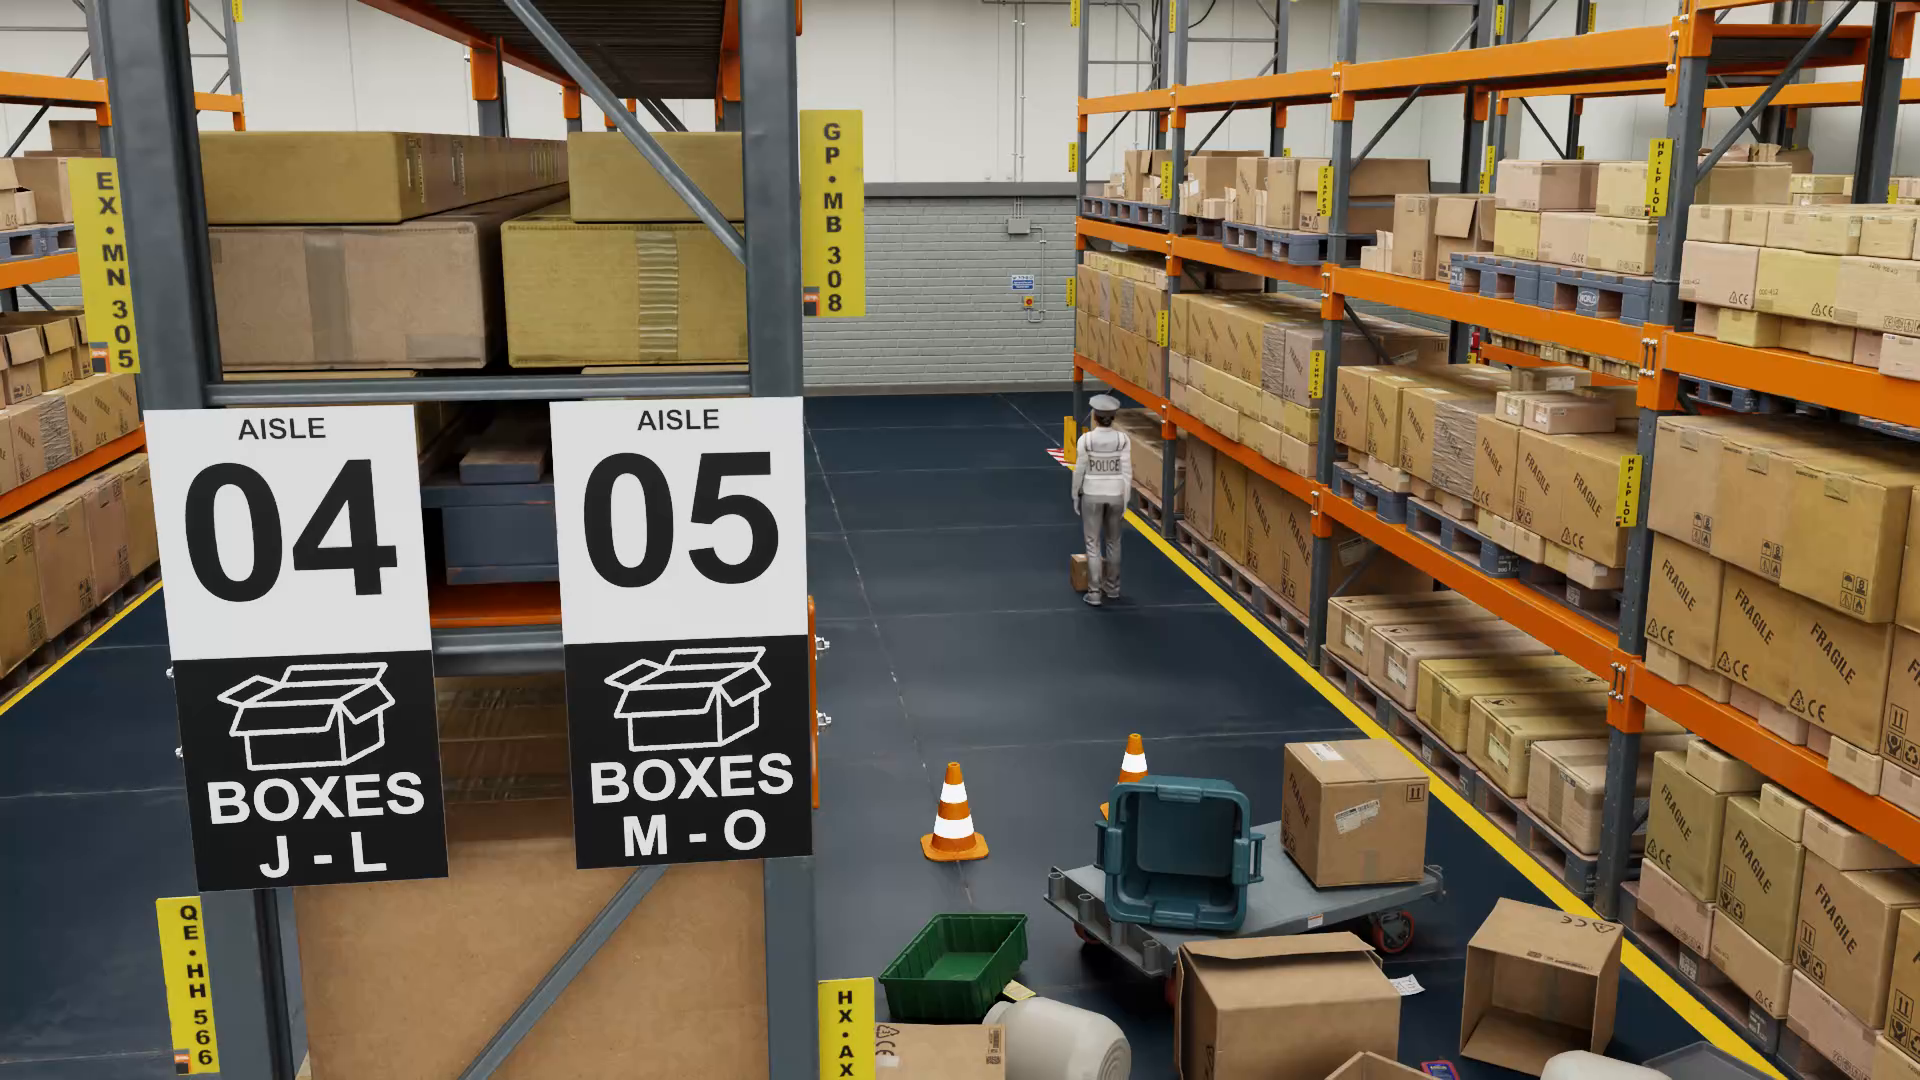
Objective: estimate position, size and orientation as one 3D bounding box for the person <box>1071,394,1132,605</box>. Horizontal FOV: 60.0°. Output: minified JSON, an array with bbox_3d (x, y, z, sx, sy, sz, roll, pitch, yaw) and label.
[{"bbox_3d":[1.125,-0.334,13.368,0.475,1.683,0.485,-2,13,-7],"label":"person"}]
